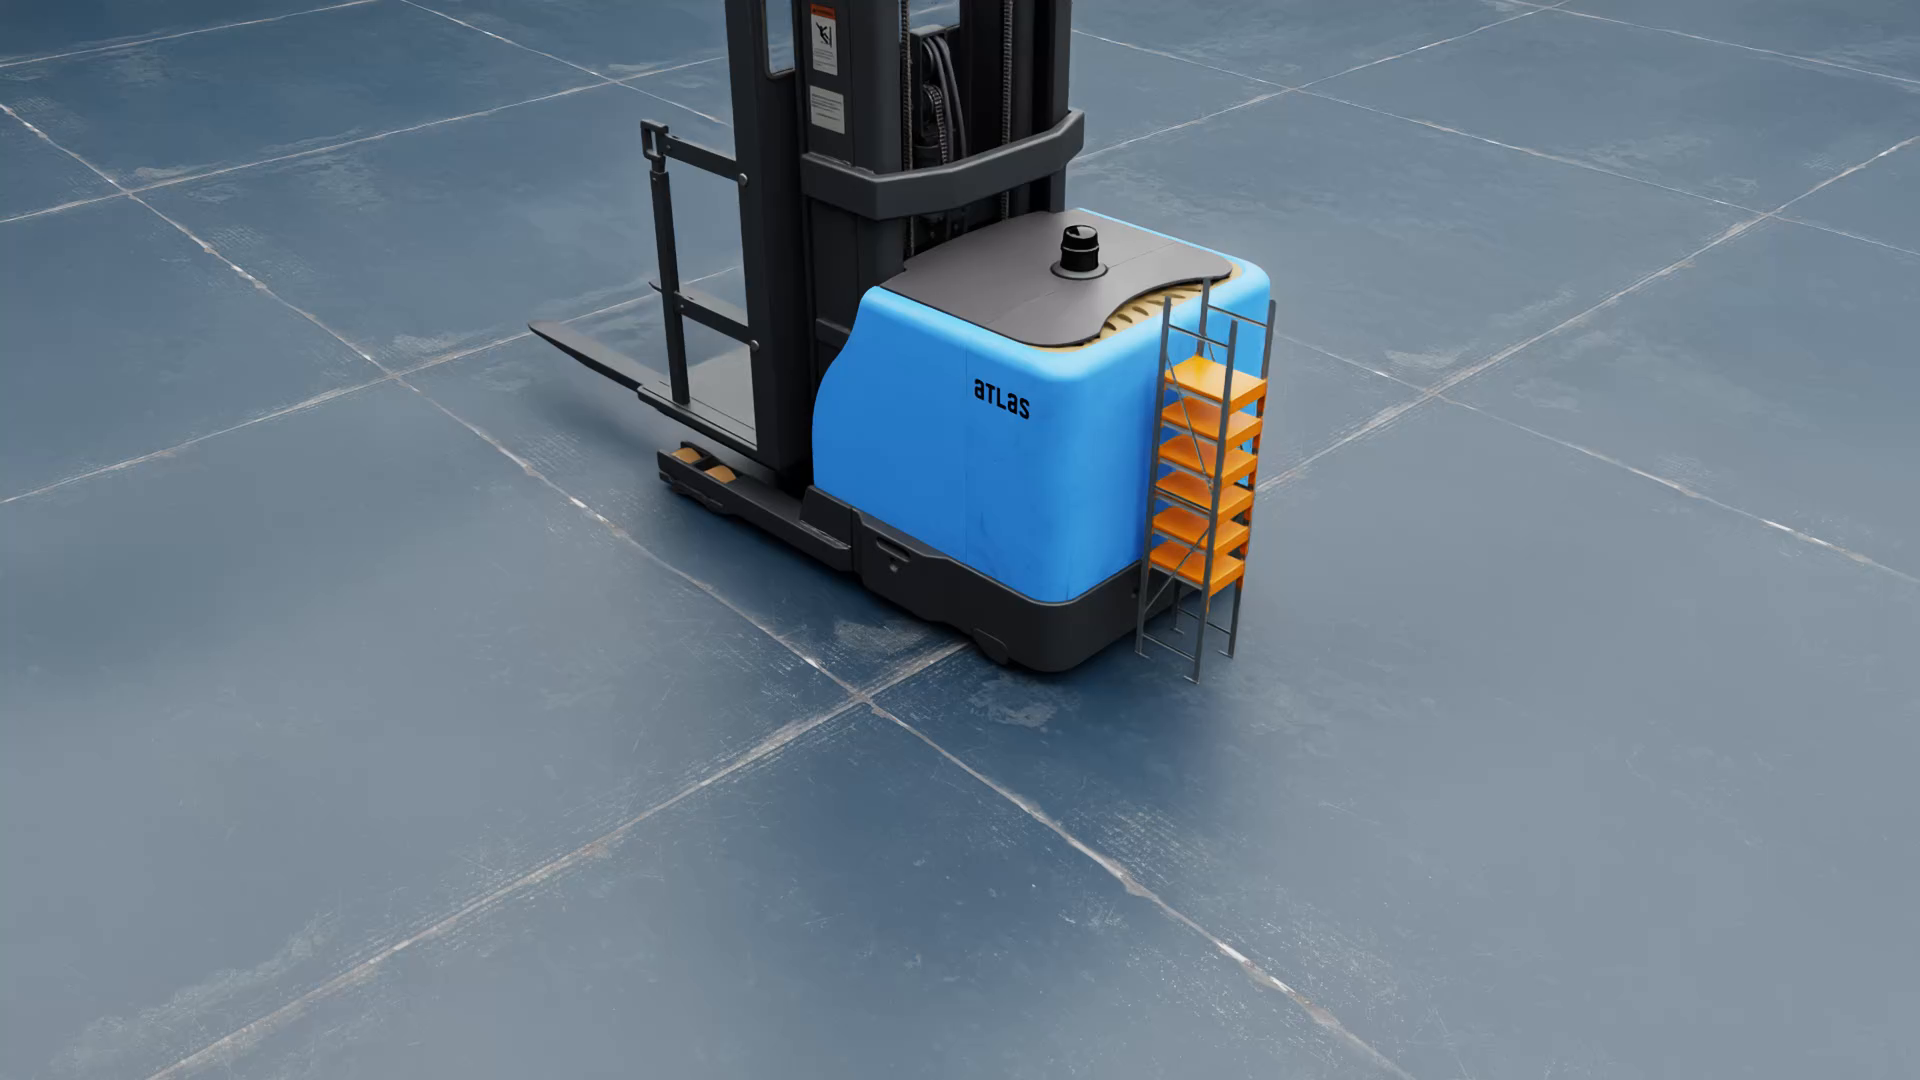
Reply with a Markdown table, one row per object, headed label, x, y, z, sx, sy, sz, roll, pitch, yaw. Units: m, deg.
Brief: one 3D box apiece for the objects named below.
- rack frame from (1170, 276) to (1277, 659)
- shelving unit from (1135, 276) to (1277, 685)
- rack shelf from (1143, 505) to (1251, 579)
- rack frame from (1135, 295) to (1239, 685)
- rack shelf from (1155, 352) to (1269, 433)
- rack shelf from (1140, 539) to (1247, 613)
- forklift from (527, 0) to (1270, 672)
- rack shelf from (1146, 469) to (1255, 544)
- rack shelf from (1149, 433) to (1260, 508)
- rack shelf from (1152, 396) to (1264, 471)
| label | x | y | z | sx | sy | sz | roll | pitch | yaw |
| --- | --- | --- | --- | --- | --- | --- | --- | --- | --- |
| rack frame | 0.764 | -0.184 | 4.896 | 0.240 | 1.200 | 0.006 | 27 | 40 | 35 |
| shelving unit | 0.702 | -0.149 | 4.839 | 0.258 | 1.200 | 0.189 | 27 | 40 | 35 |
| rack shelf | 0.700 | -0.009 | 4.926 | 0.258 | 0.103 | 0.180 | 27 | 40 | 35 |
| rack frame | 0.640 | -0.114 | 4.782 | 0.240 | 1.200 | 0.006 | 27 | 40 | 35 |
| rack shelf | 0.706 | -0.416 | 4.671 | 0.258 | 0.103 | 0.180 | 27 | 40 | 35 |
| rack shelf | 0.699 | 0.092 | 4.990 | 0.258 | 0.103 | 0.180 | 27 | 40 | 35 |
| forklift | -0.446 | -1.518 | 5.423 | 3.031 | 2.935 | 1.130 | 27 | 40 | 37 |
| rack shelf | 0.702 | -0.111 | 4.863 | 0.258 | 0.103 | 0.180 | 27 | 40 | 35 |
| rack shelf | 0.703 | -0.213 | 4.799 | 0.258 | 0.103 | 0.180 | 27 | 40 | 35 |
| rack shelf | 0.704 | -0.314 | 4.735 | 0.258 | 0.103 | 0.180 | 27 | 40 | 35 |
